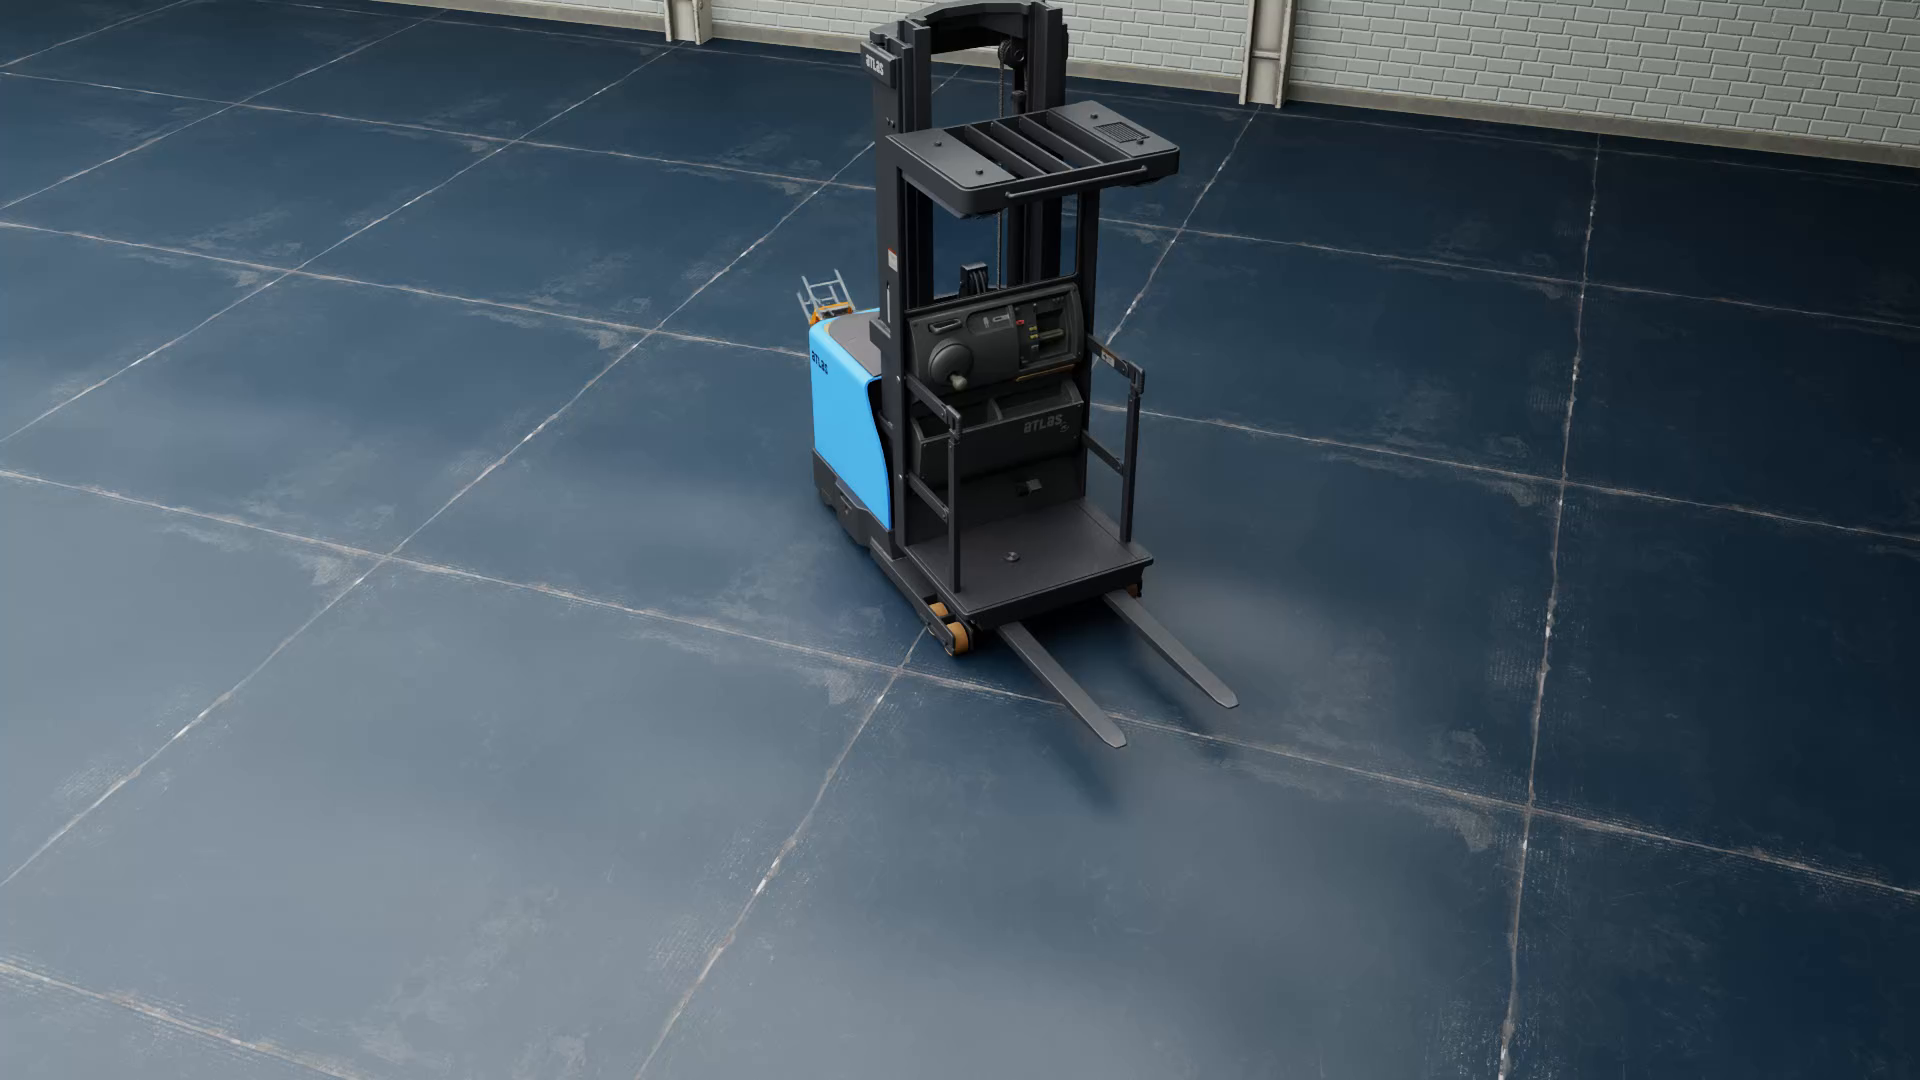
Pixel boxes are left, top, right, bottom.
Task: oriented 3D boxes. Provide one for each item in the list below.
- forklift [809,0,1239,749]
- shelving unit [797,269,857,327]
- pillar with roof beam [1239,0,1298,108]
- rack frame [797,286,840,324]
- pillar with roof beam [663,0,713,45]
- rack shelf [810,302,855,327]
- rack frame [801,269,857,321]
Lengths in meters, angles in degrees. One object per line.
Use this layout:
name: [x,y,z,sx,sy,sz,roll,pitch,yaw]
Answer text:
forklift: [0.288,-0.932,7.960,1.130,2.935,3.031,-16,36,-23]
shelving unit: [-0.664,-1.097,10.168,0.258,0.189,1.200,-15,68,-22]
pillar with roof beam: [1.389,-5.699,9.749,0.400,9.000,9.100,11,34,16]
rack frame: [-0.686,-1.056,10.247,0.240,0.006,1.200,-15,68,-22]
pillar with roof beam: [-4.259,-6.797,11.450,0.400,9.000,9.100,11,34,16]
rack shelf: [-0.784,-1.368,10.276,0.258,0.180,0.103,-15,68,-22]
rack frame: [-0.641,-1.138,10.090,0.240,0.006,1.200,-15,68,-22]
